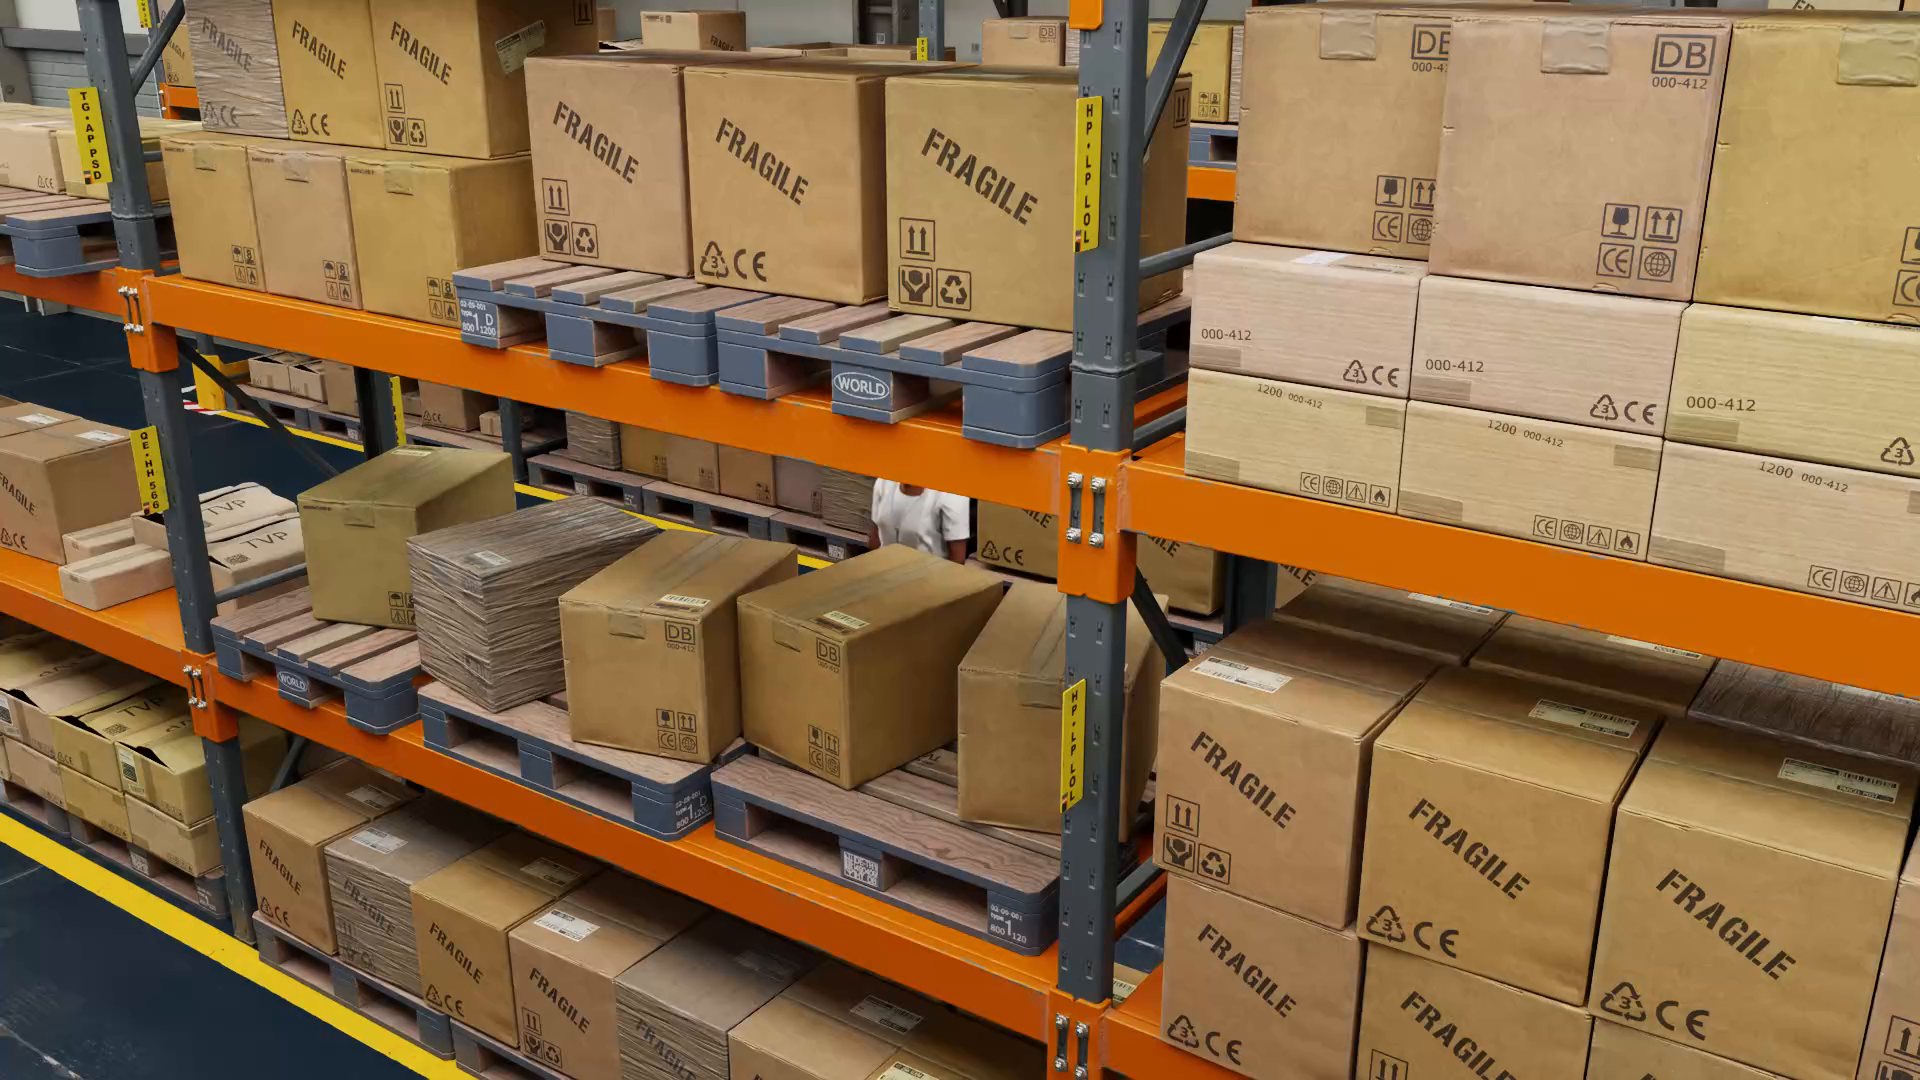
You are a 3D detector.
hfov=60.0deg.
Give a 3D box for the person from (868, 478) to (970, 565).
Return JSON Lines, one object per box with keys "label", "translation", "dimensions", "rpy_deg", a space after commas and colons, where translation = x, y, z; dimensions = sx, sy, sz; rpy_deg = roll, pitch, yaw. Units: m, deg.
{"label": "person", "translation": [-0.225, 0.248, 8.394], "dimensions": [0.581, 1.732, 0.422], "rpy_deg": [14, 24, 33]}
